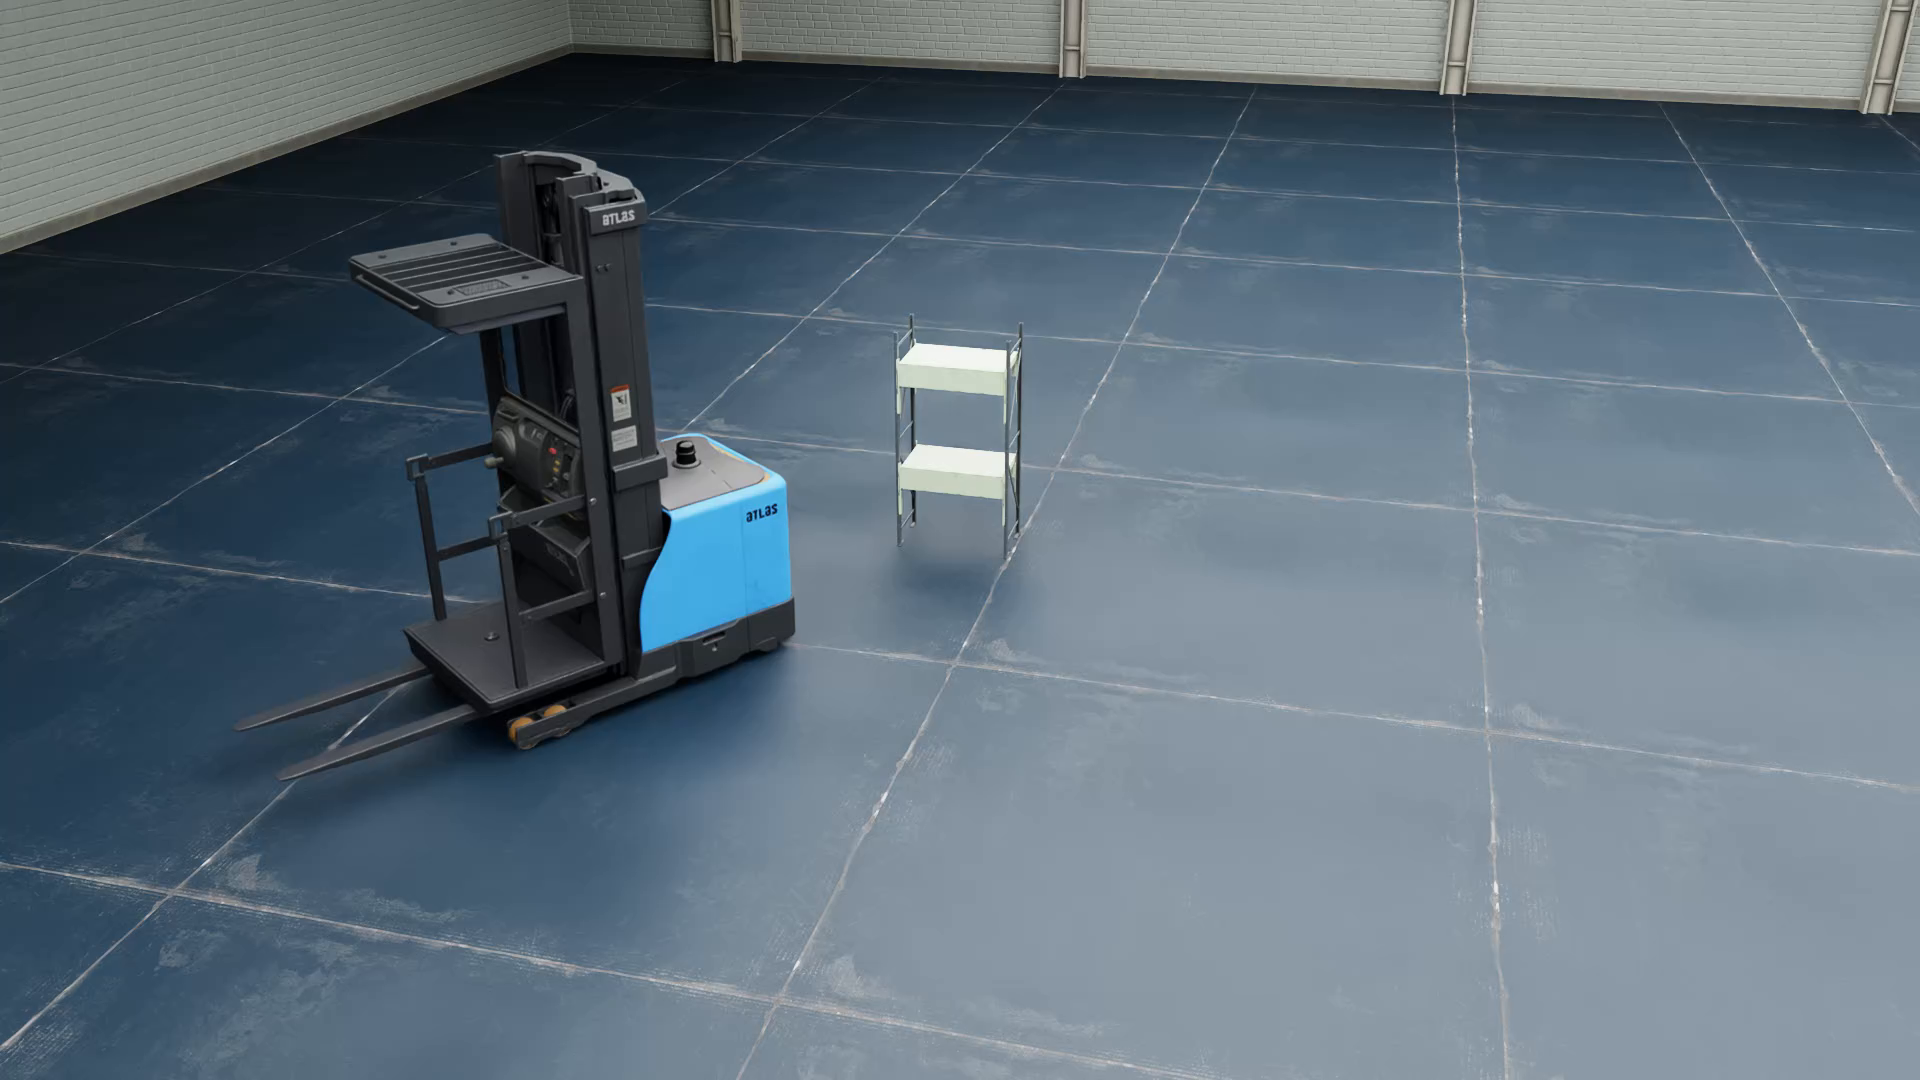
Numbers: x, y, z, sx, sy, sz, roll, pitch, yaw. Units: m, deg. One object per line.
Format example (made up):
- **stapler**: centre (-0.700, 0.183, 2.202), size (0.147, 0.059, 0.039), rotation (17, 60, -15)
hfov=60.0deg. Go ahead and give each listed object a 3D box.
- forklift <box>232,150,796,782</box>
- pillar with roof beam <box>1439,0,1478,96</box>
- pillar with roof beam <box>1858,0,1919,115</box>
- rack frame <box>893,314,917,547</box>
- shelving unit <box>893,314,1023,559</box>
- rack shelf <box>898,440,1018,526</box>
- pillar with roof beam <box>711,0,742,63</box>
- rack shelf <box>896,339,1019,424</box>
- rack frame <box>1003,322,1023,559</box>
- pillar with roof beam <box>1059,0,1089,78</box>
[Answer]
- **forklift**: centre (-2.432, -0.459, 8.805), size (3.031, 2.935, 1.130), rotation (-20, 32, -36)
- **pillar with roof beam**: centre (6.579, -9.210, 20.128), size (0.400, 9.000, 9.100), rotation (6, 26, 13)
- **pillar with roof beam**: centre (12.390, -8.568, 18.778), size (0.400, 9.000, 9.100), rotation (6, 26, 13)
- **rack frame**: centre (-0.361, -0.717, 11.011), size (0.023, 1.500, 0.400), rotation (6, 26, 13)
- **shelving unit**: centre (-0.006, -0.678, 10.929), size (0.755, 1.500, 0.431), rotation (6, 26, 13)
- **rack shelf**: centre (-0.006, -0.384, 11.069), size (0.720, 0.370, 0.431), rotation (6, 26, 13)
- **pillar with roof beam**: centre (-5.043, -10.495, 22.826), size (0.400, 9.000, 9.100), rotation (6, 26, 13)
- **rack shelf**: centre (-0.006, -1.030, 10.761), size (0.720, 0.370, 0.431), rotation (6, 26, 13)
- **rack frame**: centre (0.348, -0.639, 10.847), size (0.023, 1.500, 0.400), rotation (6, 26, 13)
- **pillar with roof beam**: centre (0.768, -9.853, 21.477), size (0.400, 9.000, 9.100), rotation (6, 26, 13)
